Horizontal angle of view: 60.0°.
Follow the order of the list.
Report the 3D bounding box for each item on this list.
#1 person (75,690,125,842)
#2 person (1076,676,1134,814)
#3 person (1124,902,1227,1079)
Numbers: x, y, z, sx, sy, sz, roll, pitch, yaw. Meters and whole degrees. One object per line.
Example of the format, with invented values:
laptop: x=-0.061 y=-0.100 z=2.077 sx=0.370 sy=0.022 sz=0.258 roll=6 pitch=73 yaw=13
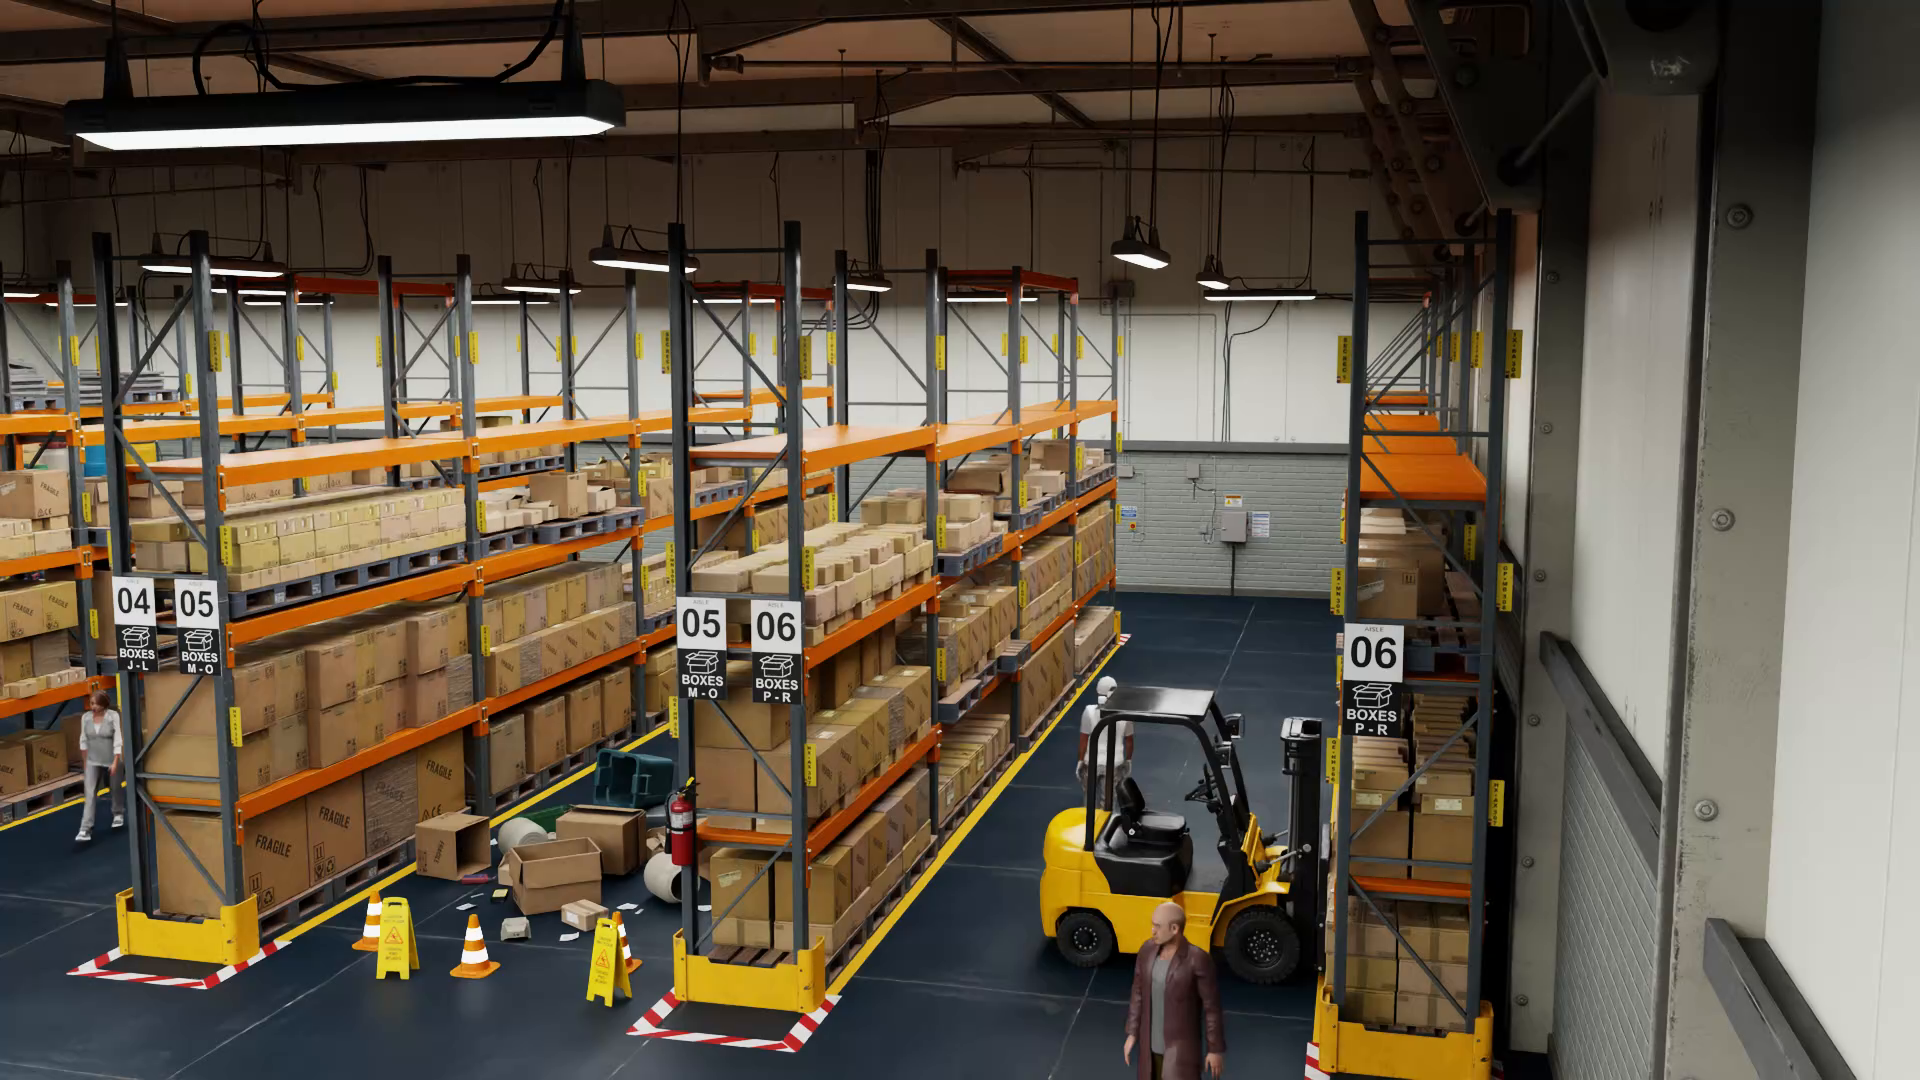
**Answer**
person: x=-8.844 y=2.299 z=17.125 sx=0.430 sy=1.533 sz=1.021 roll=-2 pitch=7 yaw=-19
person: x=1.453 y=2.274 z=16.673 sx=0.572 sy=1.819 sz=0.556 roll=1 pitch=7 yaw=6
person: x=1.215 y=3.185 z=9.996 sx=0.669 sy=1.608 sz=0.651 roll=-7 pitch=10 yaw=-44
